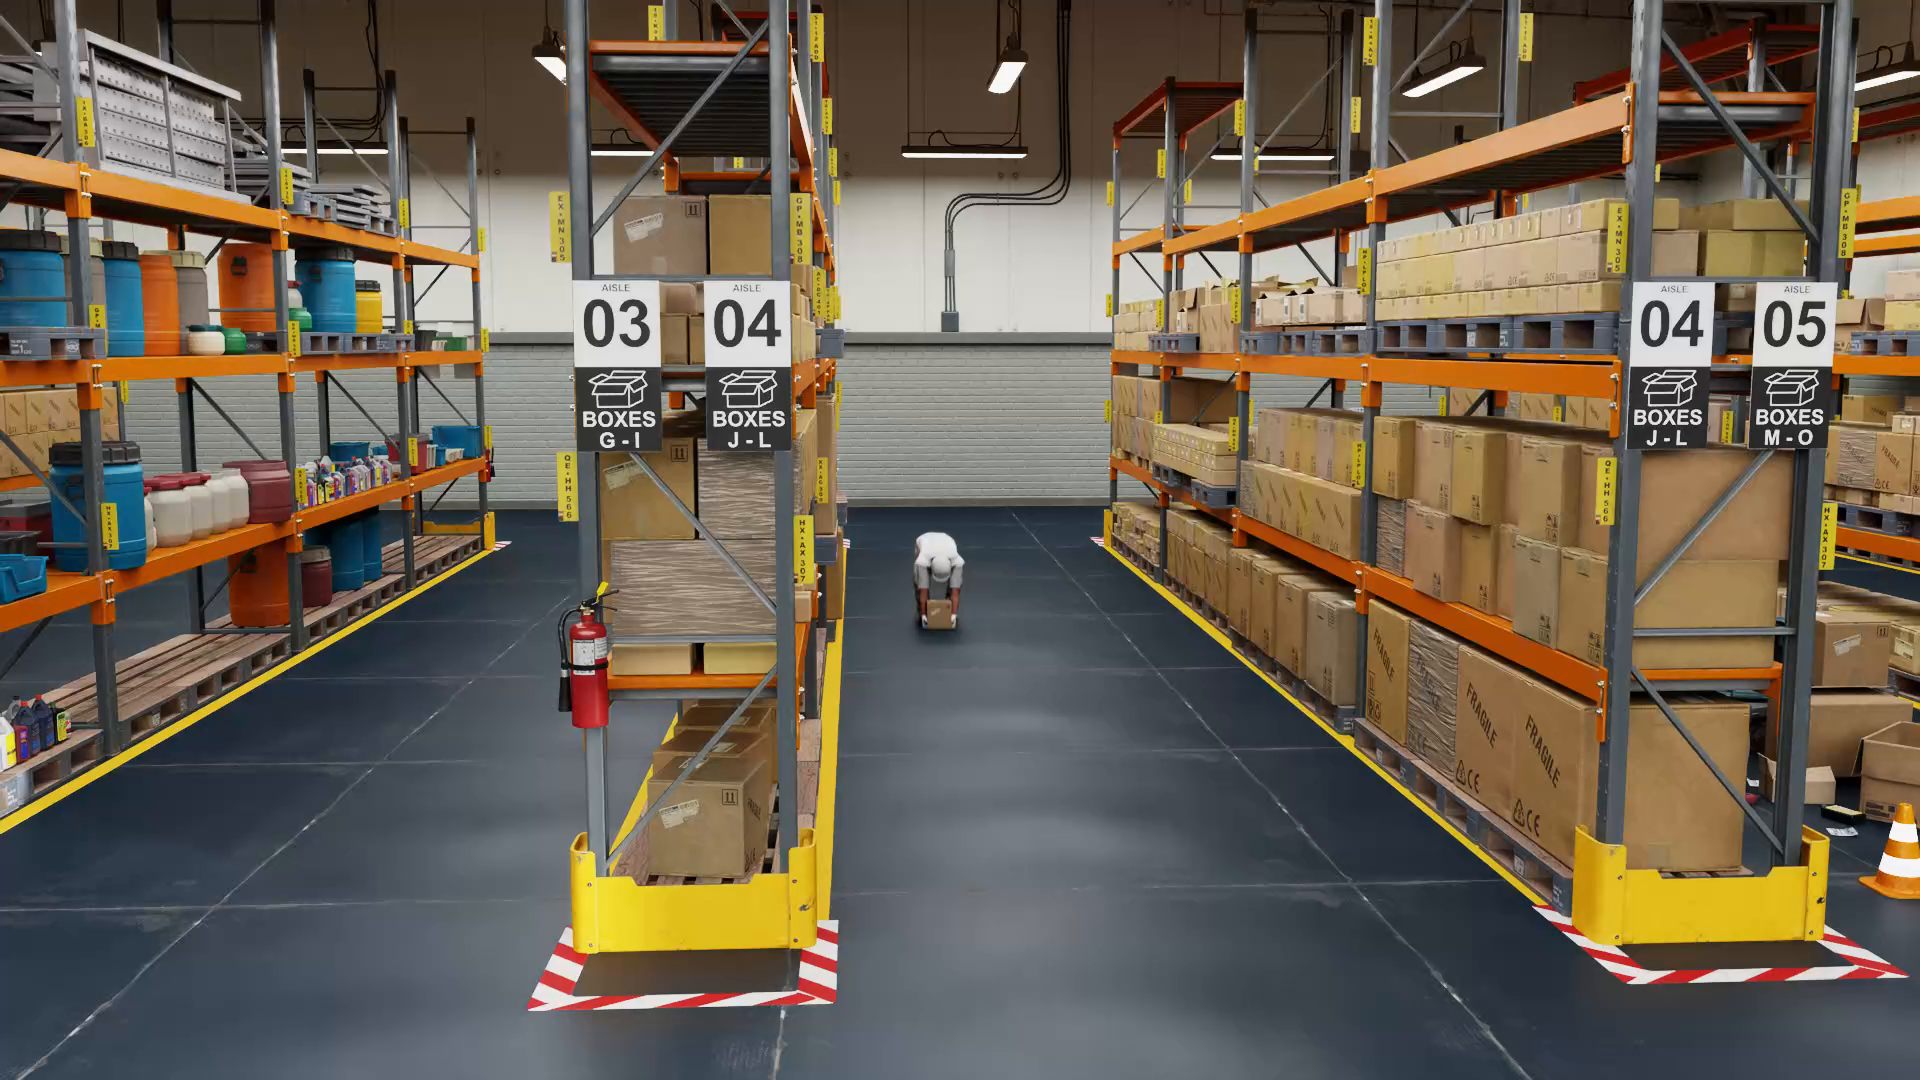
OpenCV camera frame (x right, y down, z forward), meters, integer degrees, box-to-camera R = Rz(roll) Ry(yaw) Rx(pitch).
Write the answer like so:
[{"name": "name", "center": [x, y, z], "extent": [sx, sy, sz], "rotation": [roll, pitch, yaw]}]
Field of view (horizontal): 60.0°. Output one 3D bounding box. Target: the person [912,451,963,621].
[{"name": "person", "center": [-0.230, -0.036, 17.441], "extent": [0.537, 1.789, 0.531], "rotation": [0, 7, -3]}]
